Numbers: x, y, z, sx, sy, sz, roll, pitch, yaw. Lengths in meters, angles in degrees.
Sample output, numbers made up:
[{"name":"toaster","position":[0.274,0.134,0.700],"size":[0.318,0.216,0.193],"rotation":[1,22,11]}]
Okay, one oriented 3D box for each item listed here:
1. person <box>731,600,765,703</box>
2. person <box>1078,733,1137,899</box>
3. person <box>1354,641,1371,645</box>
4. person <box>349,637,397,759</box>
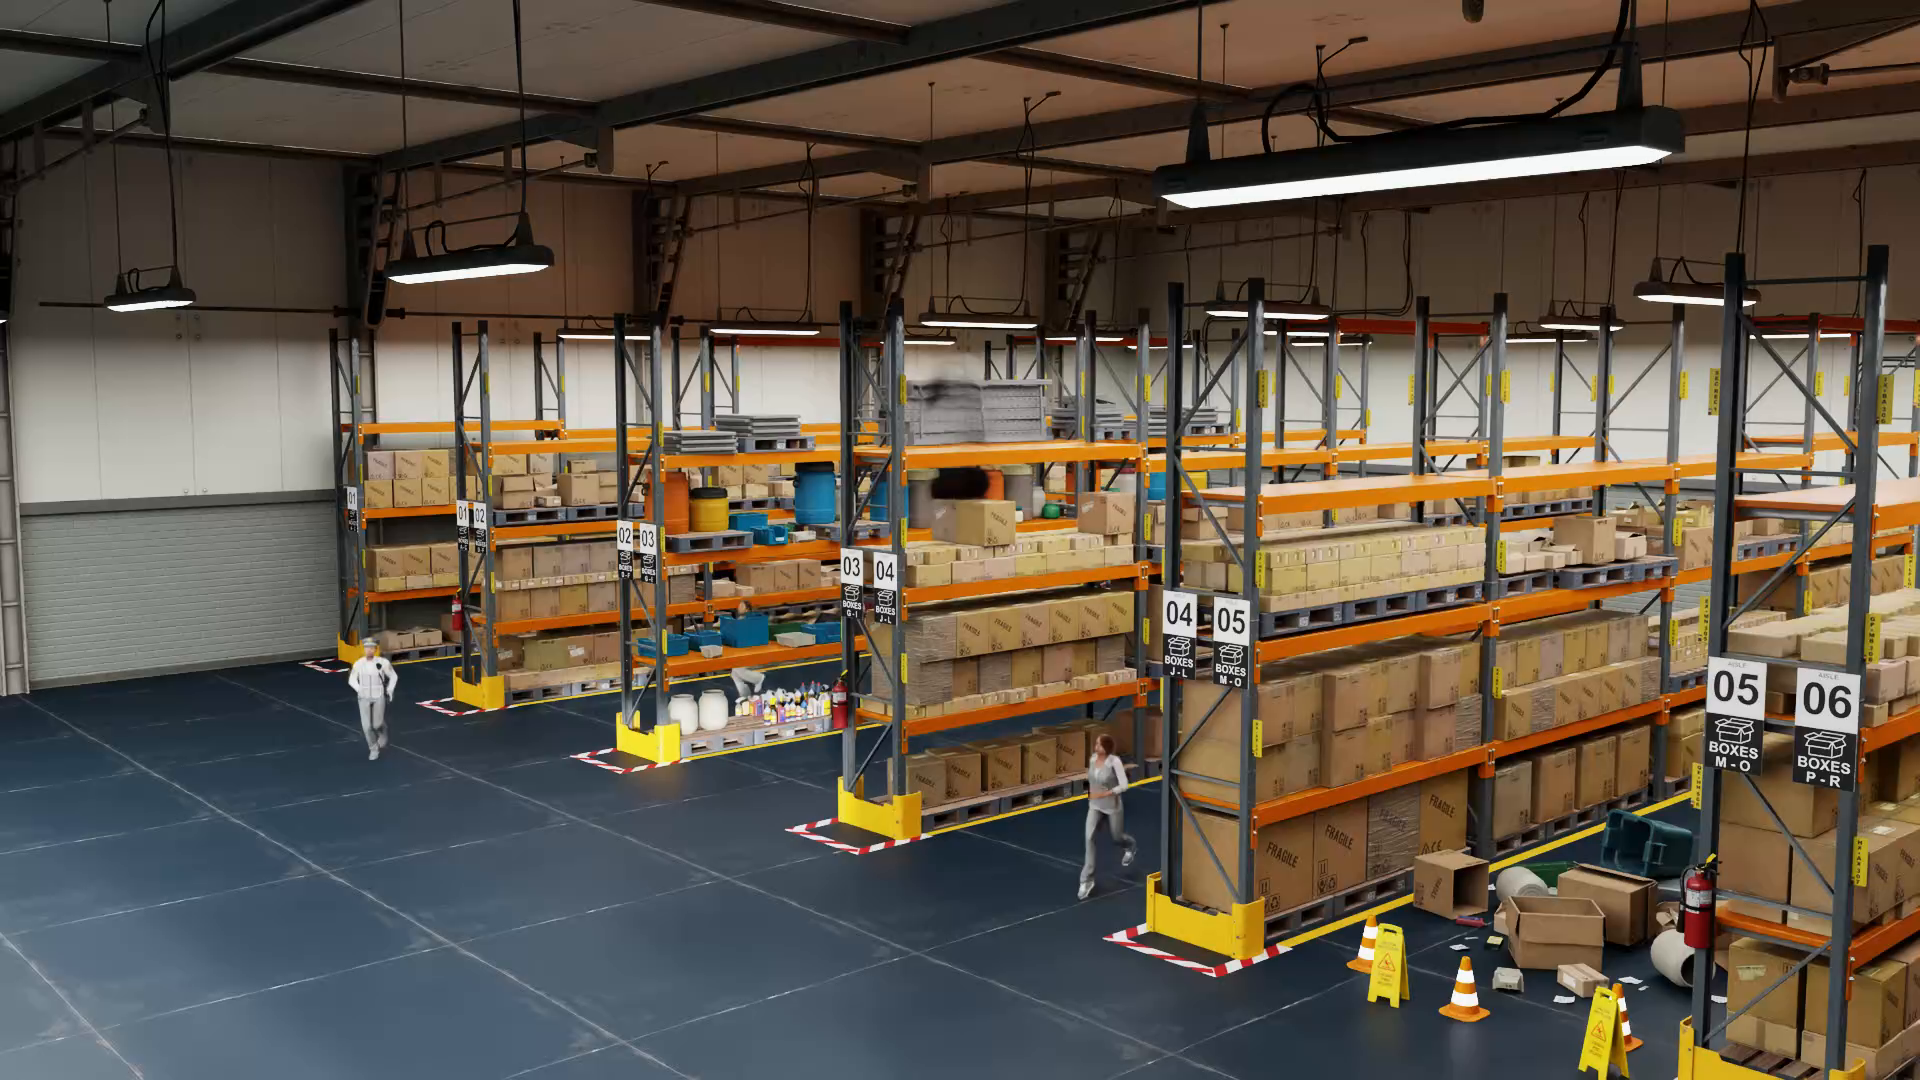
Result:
[{"name":"person","position":[-3.399,1.757,26.407],"size":[0.565,1.630,0.572],"rotation":[5,8,42]},{"name":"person","position":[1.514,2.731,16.786],"size":[0.496,1.620,1.005],"rotation":[4,7,32]},{"name":"person","position":[5.331,2.128,22.025],"size":[0.686,1.764,0.631],"rotation":[5,8,42]},{"name":"person","position":[-7.935,2.133,22.461],"size":[0.612,1.658,0.548],"rotation":[-1,6,-12]}]
